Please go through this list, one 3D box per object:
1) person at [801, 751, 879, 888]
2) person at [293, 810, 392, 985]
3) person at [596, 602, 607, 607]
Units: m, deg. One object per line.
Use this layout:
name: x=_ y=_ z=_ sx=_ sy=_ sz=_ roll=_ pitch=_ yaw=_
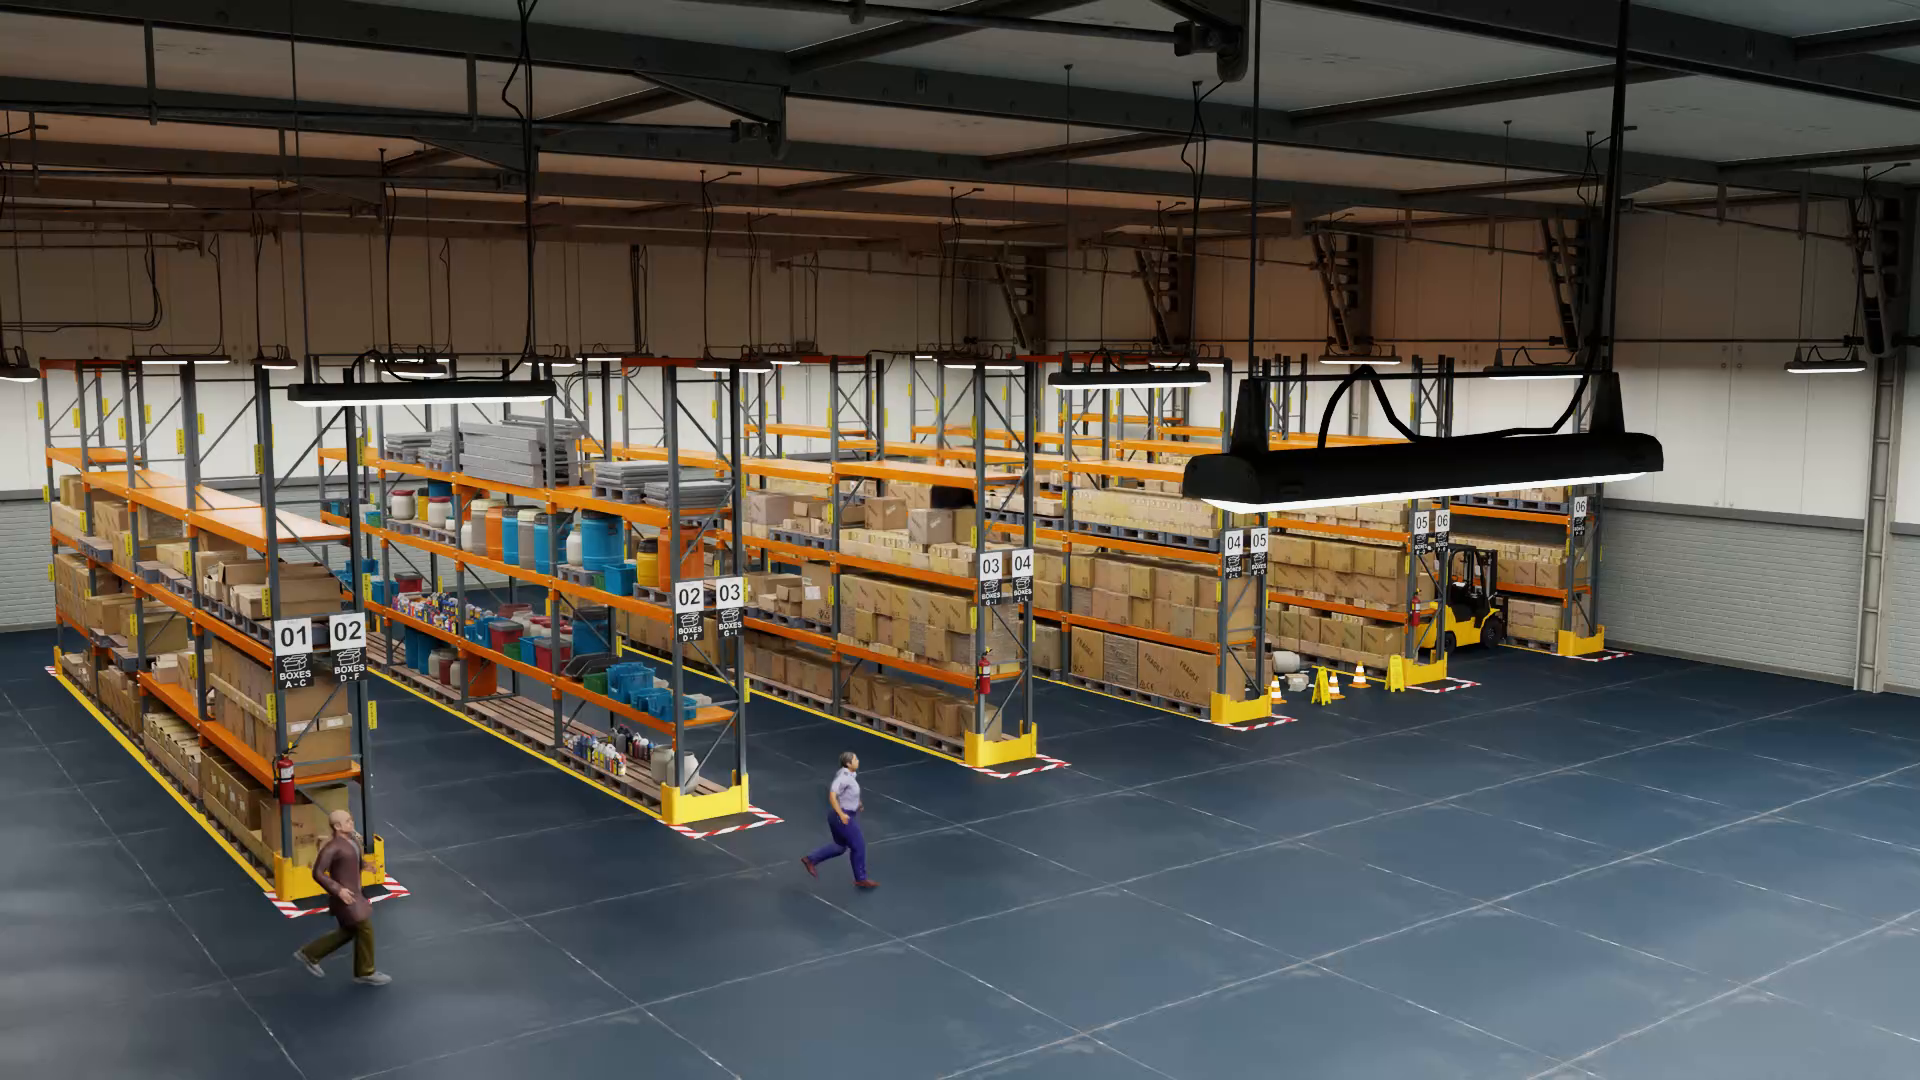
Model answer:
person: x=-1.378 y=3.251 z=19.204 sx=0.889 sy=1.620 sz=0.630 roll=-1 pitch=7 yaw=-8
person: x=-6.079 y=3.511 z=16.308 sx=0.907 sy=1.781 sz=0.701 roll=-1 pitch=7 yaw=-12
person: x=-6.794 y=1.775 z=31.454 sx=0.603 sy=1.616 sz=0.653 roll=-5 pitch=8 yaw=-36
